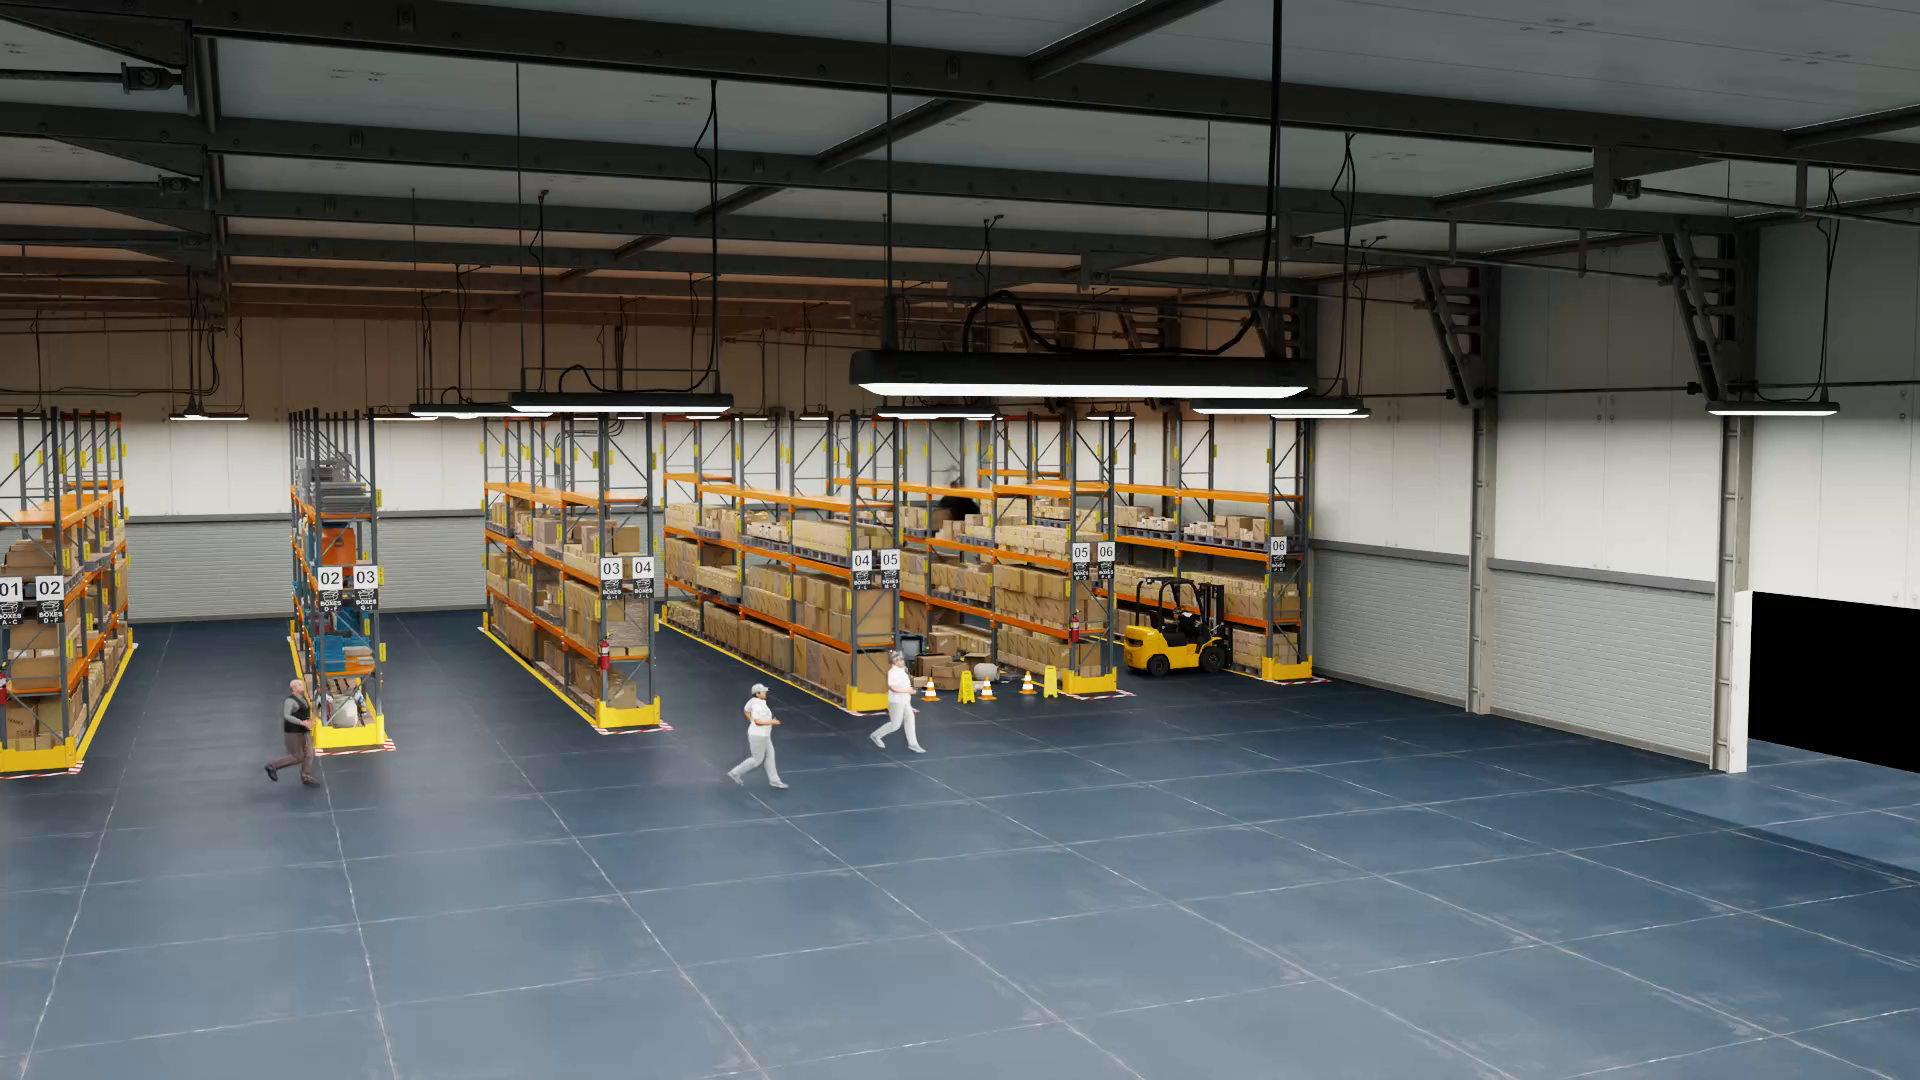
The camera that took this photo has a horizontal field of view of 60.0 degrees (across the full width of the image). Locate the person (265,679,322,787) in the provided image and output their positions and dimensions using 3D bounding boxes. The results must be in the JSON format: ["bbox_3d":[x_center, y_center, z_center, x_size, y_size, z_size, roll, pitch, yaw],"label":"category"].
[{"bbox_3d":[-10.504,3.047,26.234,0.821,1.720,0.669,0,4,0],"label":"person"}]

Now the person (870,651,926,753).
[{"bbox_3d":[-1.078,2.814,28.912,0.980,1.794,0.674,1,4,13],"label":"person"}]

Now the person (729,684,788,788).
[{"bbox_3d":[-3.147,3.068,25.929,0.921,1.667,0.609,0,4,-6],"label":"person"}]
